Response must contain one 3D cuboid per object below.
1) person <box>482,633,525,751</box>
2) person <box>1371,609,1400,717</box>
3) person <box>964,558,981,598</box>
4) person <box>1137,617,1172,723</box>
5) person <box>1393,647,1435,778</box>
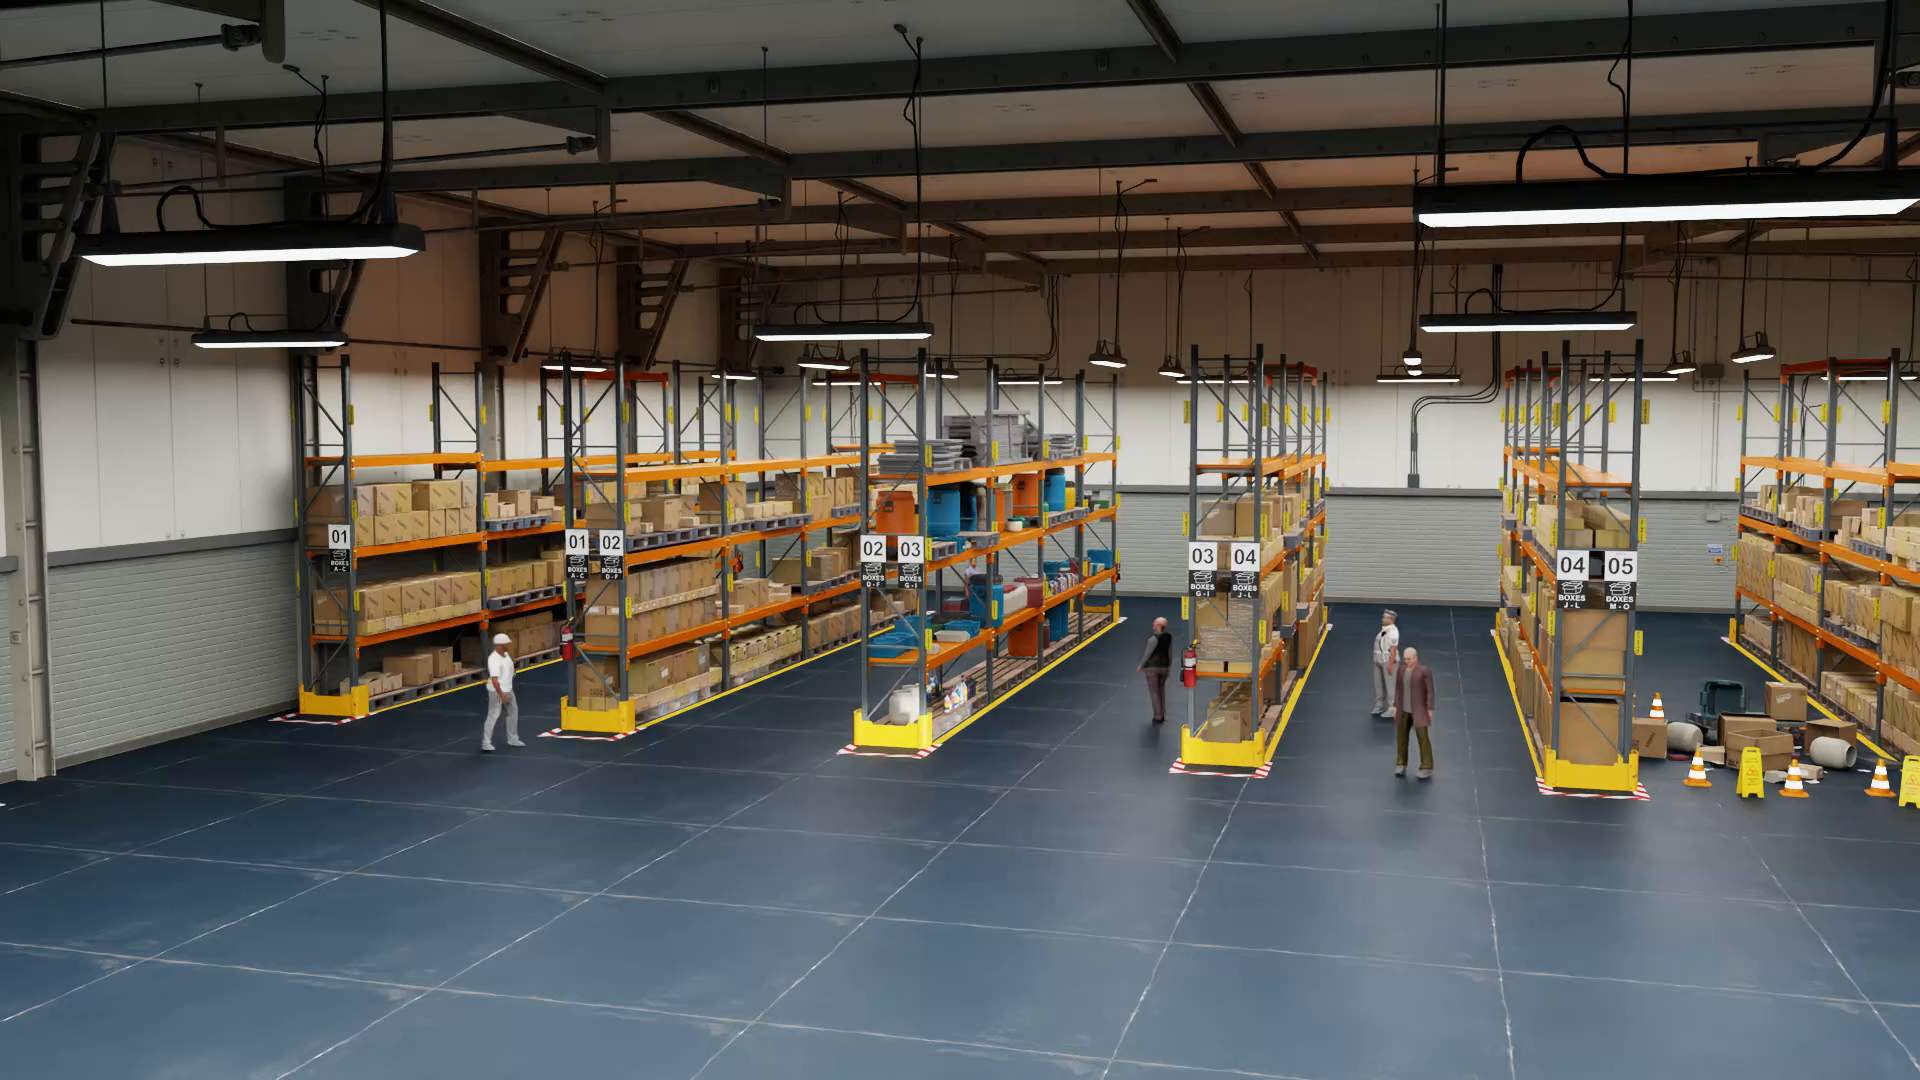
[{"bbox_3d":[-6.863,2.291,24.955,0.565,1.811,0.711,1,4,14],"label":"person"},{"bbox_3d":[7.091,2.036,27.700,0.435,1.778,0.576,-2,5,-21],"label":"person"},{"bbox_3d":[0.366,1.224,39.556,0.566,1.654,0.527,3,5,38],"label":"person"},{"bbox_3d":[3.195,2.143,27.078,0.584,1.784,0.551,-2,5,-23],"label":"person"},{"bbox_3d":[6.269,2.377,23.122,0.430,1.774,0.632,-4,6,-42],"label":"person"}]
